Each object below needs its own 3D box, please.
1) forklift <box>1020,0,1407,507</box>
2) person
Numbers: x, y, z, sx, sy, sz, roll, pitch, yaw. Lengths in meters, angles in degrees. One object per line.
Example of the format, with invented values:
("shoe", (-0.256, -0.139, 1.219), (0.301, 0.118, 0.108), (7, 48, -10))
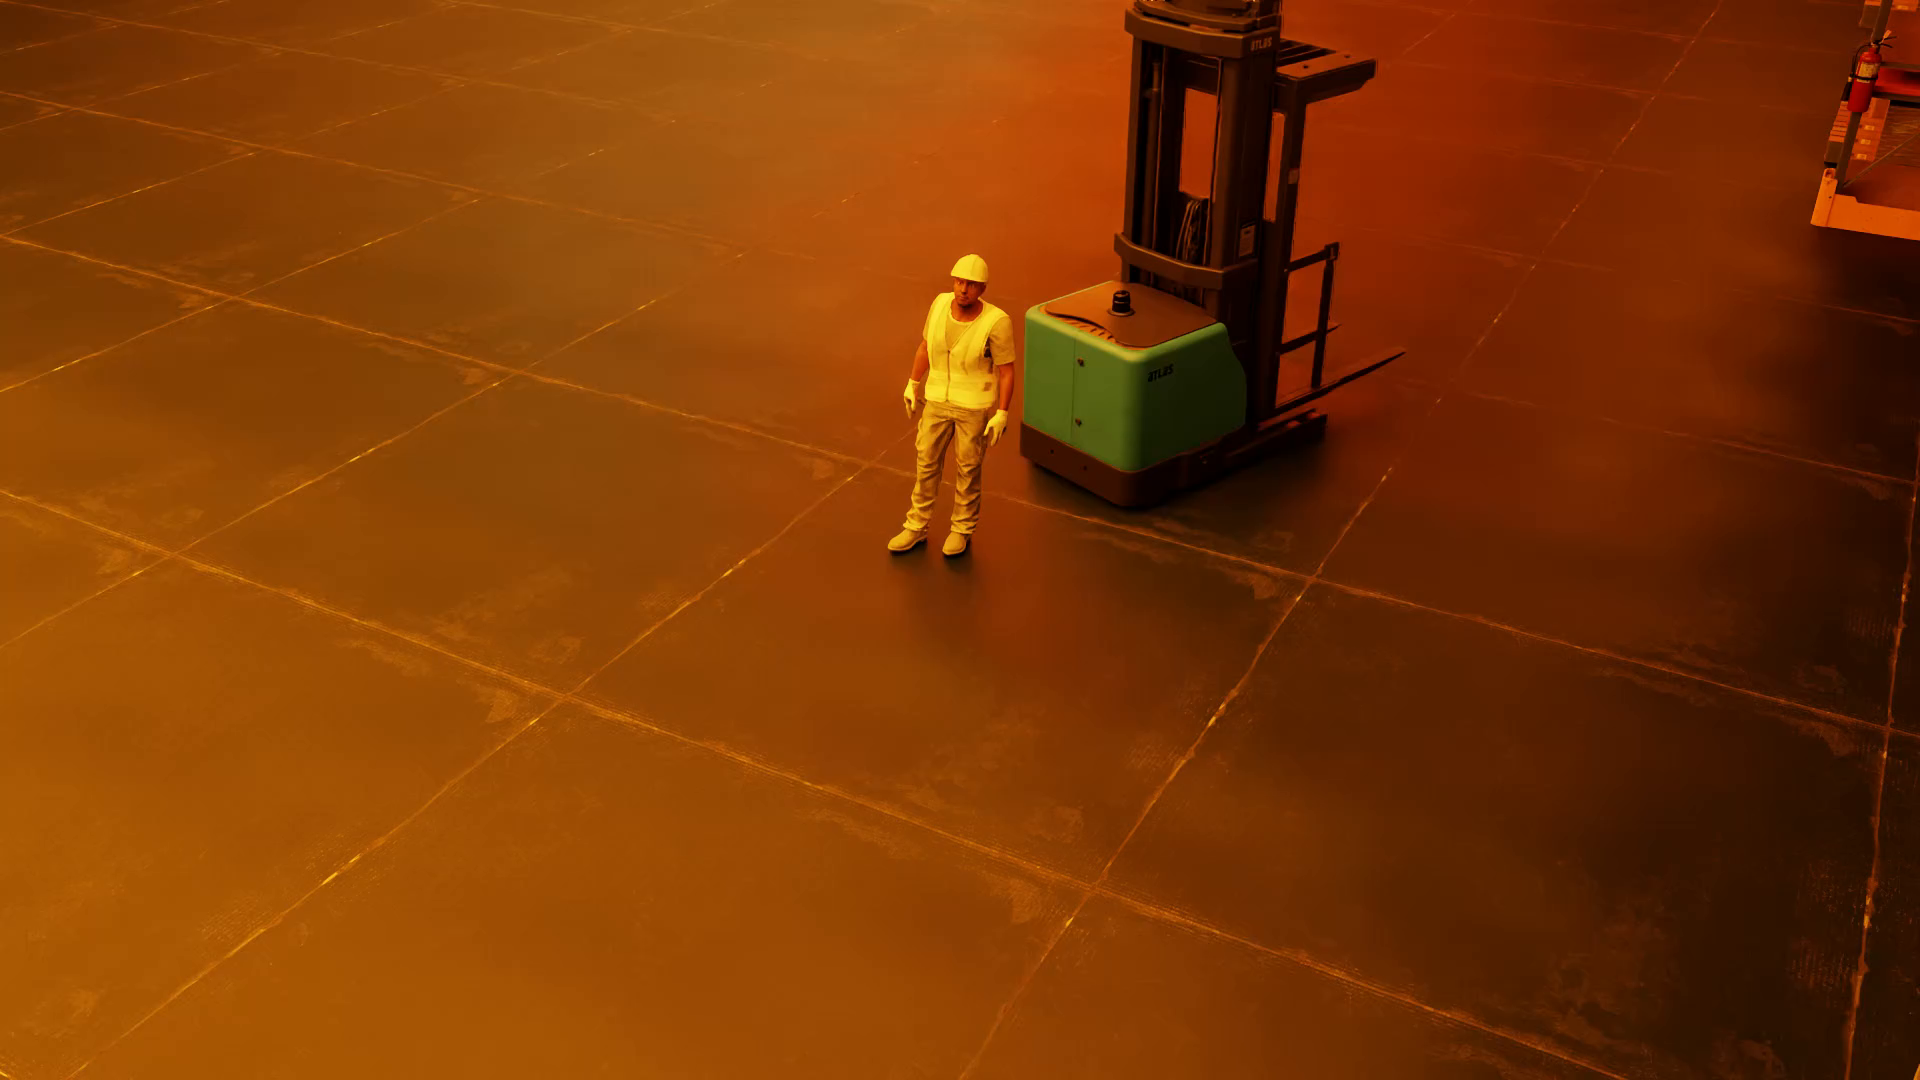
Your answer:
("forklift", (1.839, -2.078, 10.671), (3.031, 2.935, 1.130), (-23, 37, -34))
("person", (-0.042, -0.749, 9.503), (0.656, 1.781, 0.577), (15, 33, 25))
